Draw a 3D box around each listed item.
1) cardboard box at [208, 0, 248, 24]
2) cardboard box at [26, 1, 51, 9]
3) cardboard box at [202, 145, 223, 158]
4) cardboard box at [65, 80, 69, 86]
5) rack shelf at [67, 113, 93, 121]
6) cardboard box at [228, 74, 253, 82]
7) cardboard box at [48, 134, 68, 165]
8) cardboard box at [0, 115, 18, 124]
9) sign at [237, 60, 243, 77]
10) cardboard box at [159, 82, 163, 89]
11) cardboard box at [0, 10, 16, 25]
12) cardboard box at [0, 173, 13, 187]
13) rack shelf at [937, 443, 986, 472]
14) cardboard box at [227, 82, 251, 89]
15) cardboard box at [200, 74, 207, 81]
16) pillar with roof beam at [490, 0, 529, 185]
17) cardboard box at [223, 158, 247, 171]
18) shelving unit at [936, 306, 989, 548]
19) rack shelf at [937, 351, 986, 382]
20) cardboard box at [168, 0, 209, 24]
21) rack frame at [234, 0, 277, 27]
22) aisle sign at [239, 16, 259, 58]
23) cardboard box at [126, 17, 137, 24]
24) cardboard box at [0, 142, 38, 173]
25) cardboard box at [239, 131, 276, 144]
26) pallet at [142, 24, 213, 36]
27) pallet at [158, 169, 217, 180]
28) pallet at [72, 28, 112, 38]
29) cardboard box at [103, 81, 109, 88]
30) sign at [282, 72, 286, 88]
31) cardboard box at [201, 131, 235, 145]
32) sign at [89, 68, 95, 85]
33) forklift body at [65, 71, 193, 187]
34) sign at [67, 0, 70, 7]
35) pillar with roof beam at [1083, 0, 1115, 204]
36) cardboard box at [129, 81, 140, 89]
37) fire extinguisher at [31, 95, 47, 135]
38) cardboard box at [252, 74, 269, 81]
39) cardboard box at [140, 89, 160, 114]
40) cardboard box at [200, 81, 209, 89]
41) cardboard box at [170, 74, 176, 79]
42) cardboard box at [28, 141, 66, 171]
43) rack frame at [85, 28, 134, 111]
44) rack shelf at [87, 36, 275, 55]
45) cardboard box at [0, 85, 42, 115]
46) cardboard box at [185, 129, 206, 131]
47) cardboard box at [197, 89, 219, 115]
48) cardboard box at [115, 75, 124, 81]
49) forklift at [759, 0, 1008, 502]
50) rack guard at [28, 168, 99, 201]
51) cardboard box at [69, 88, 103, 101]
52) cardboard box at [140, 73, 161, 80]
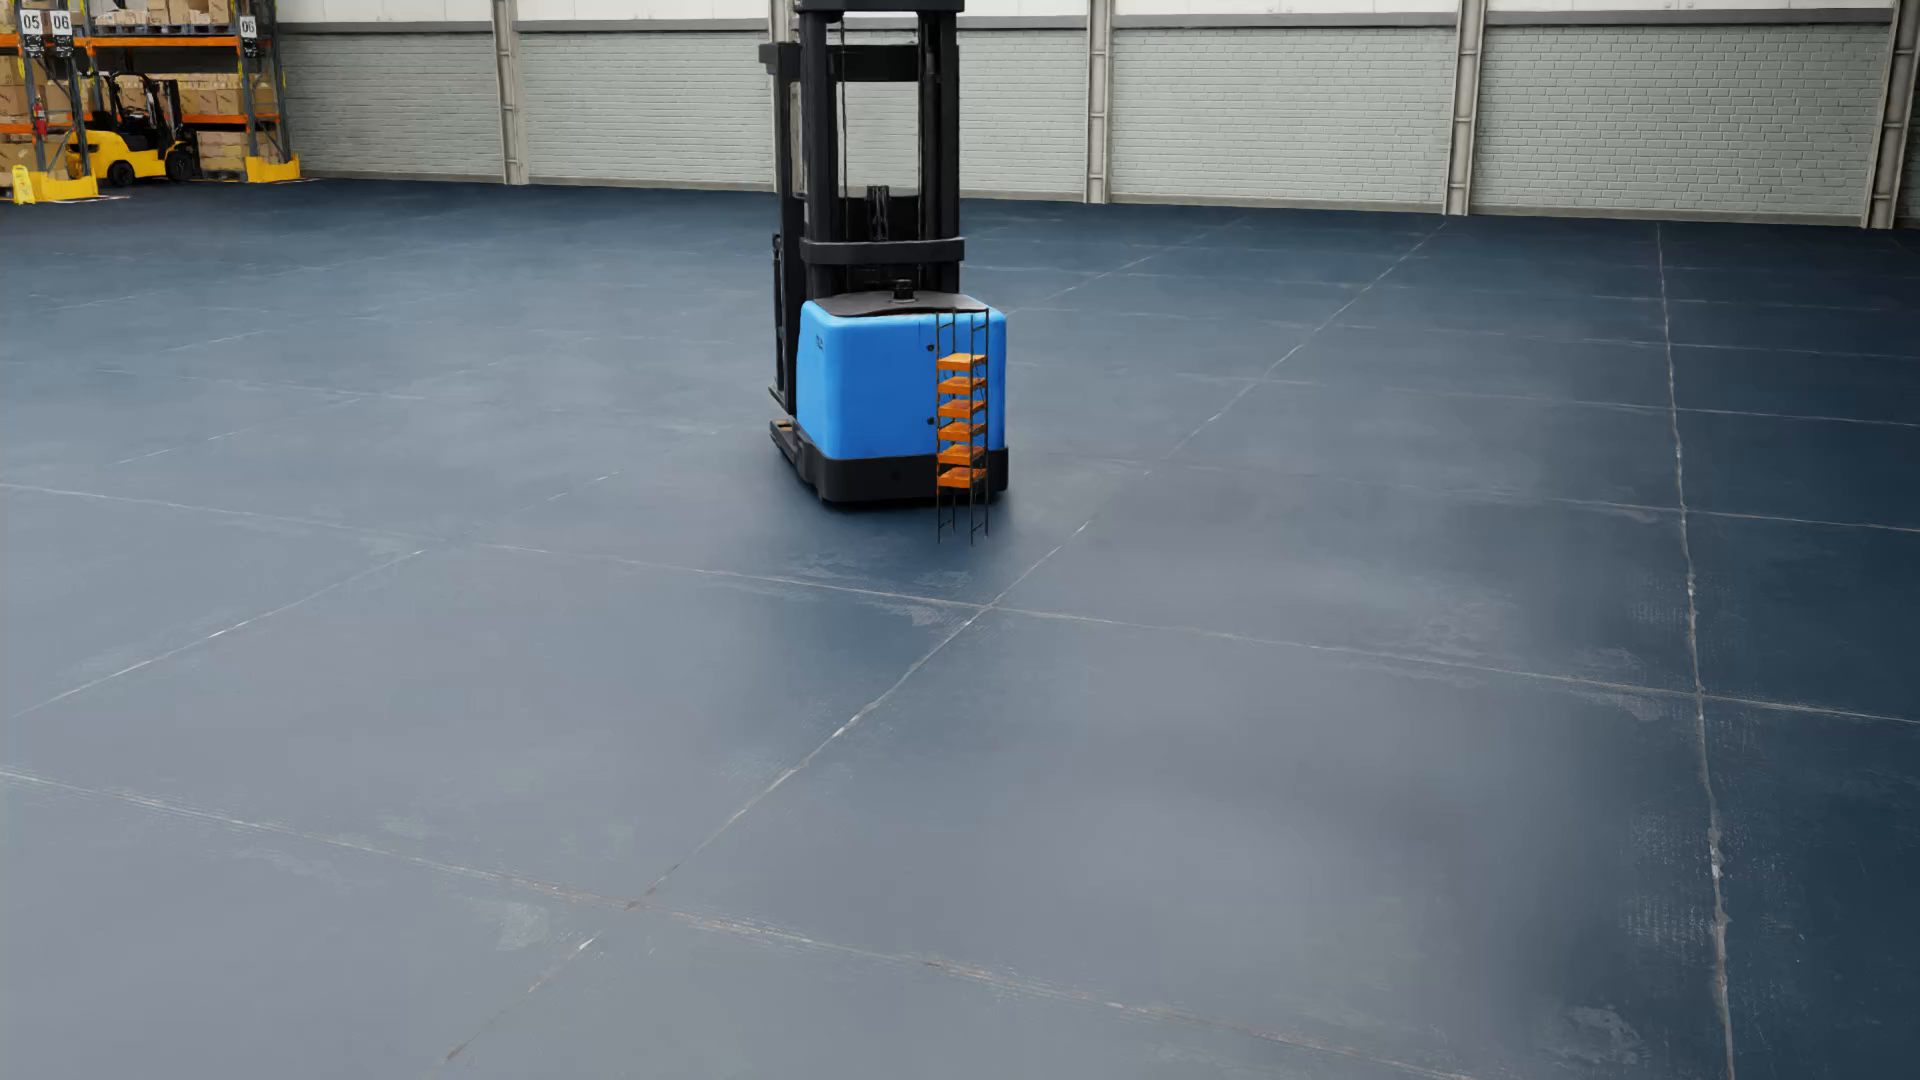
[{"bbox_3d":[-14.561,-10.534,33.088,0.500,0.500,0.500,7,18,22],"label":"cardboard box"},{"bbox_3d":[-16.134,-9.319,29.032,0.250,0.149,0.380,6,17,20],"label":"cardboard box"},{"bbox_3d":[-15.090,-7.958,33.988,0.500,0.250,0.500,6,17,20],"label":"cardboard box"},{"bbox_3d":[-18.635,-9.621,35.090,0.250,0.149,0.380,6,17,21],"label":"cardboard box"},{"bbox_3d":[-19.642,-9.082,35.869,4.000,0.370,1.077,6,17,21],"label":"rack shelf"},{"bbox_3d":[-14.471,-9.299,33.447,0.250,0.149,0.380,6,17,21],"label":"cardboard box"},{"bbox_3d":[-18.990,-8.416,35.791,0.625,0.625,0.875,6,17,20],"label":"cardboard box"},{"bbox_3d":[-16.581,-7.386,29.185,0.250,0.149,0.380,6,17,20],"label":"cardboard box"},{"bbox_3d":[-14.272,-9.345,32.980,0.005,0.325,0.100,6,17,21],"label":"sign"},{"bbox_3d":[-16.150,-9.319,34.050,0.250,0.149,0.380,6,17,19],"label":"cardboard box"},{"bbox_3d":[-16.453,-9.020,28.720,0.500,0.250,0.500,6,17,20],"label":"cardboard box"},{"bbox_3d":[-16.751,-6.423,29.597,0.500,0.250,0.500,6,17,20],"label":"cardboard box"},{"bbox_3d":[0.013,-0.417,8.547,0.180,0.103,0.258,6,17,21],"label":"rack shelf"},{"bbox_3d":[-14.485,-9.137,33.422,0.250,0.149,0.380,7,17,21],"label":"cardboard box"},{"bbox_3d":[-15.169,-9.380,33.728,0.250,0.149,0.380,6,17,21],"label":"cardboard box"},{"bbox_3d":[-10.375,-10.270,27.909,0.400,9.000,9.100,6,17,21],"label":"pillar with roof beam"},{"bbox_3d":[-14.613,-7.662,33.863,0.500,0.250,0.500,6,17,21],"label":"cardboard box"},{"bbox_3d":[0.013,-0.575,8.501,0.189,1.200,0.258,6,17,21],"label":"shelving unit"},{"bbox_3d":[0.013,-0.878,8.413,0.180,0.103,0.258,6,17,21],"label":"rack shelf"},{"bbox_3d":[-15.477,-10.665,33.539,0.500,0.500,0.700,6,17,21],"label":"cardboard box"},{"bbox_3d":[-14.060,-11.695,32.818,0.127,3.000,1.000,6,17,21],"label":"rack frame"},{"bbox_3d":[-14.107,-9.980,33.007,0.004,0.787,0.394,6,17,21],"label":"aisle sign"},{"bbox_3d":[-16.760,-10.590,33.908,0.250,0.149,0.380,7,18,22],"label":"cardboard box"},{"bbox_3d":[-16.719,-6.782,29.489,0.500,0.500,0.500,6,17,21],"label":"cardboard box"},{"bbox_3d":[-14.438,-8.274,34.179,0.500,0.250,0.500,6,17,20],"label":"cardboard box"},{"bbox_3d":[-15.847,-10.416,33.950,1.213,0.211,1.003,6,17,21],"label":"pallet"},{"bbox_3d":[-15.918,-7.668,34.707,1.213,0.211,1.003,6,17,21],"label":"pallet"},{"bbox_3d":[-18.606,-10.659,34.972,1.217,0.209,0.805,6,17,18],"label":"pallet"},{"bbox_3d":[-17.581,-9.482,34.613,0.250,0.149,0.380,6,17,20],"label":"cardboard box"},{"bbox_3d":[-13.851,-9.411,34.017,0.005,0.325,0.100,6,17,21],"label":"sign"},{"bbox_3d":[-15.080,-8.192,33.898,0.500,0.250,0.500,7,17,22],"label":"cardboard box"},{"bbox_3d":[-17.971,-9.600,34.426,0.005,0.325,0.100,6,17,21],"label":"sign"},{"bbox_3d":[-16.493,-8.127,32.811,1.214,2.155,2.313,6,17,21],"label":"forklift body"},{"bbox_3d":[-15.679,-9.527,29.164,0.005,0.325,0.100,6,17,21],"label":"sign"},{"bbox_3d":[0.788,-9.042,23.680,0.400,9.000,9.100,6,17,21],"label":"pillar with roof beam"},{"bbox_3d":[-16.885,-9.392,34.303,0.250,0.149,0.380,7,17,22],"label":"cardboard box"},{"bbox_3d":[-15.940,-7.358,28.778,0.183,0.674,0.296,6,17,21],"label":"fire extinguisher"},{"bbox_3d":[-14.294,-9.406,33.818,0.250,0.149,0.380,6,17,20],"label":"cardboard box"},{"bbox_3d":[-16.502,-9.058,34.315,0.500,0.500,0.500,6,17,20],"label":"cardboard box"},{"bbox_3d":[-15.179,-9.226,33.729,0.250,0.149,0.380,6,17,20],"label":"cardboard box"},{"bbox_3d":[-15.900,-9.454,33.982,0.250,0.149,0.380,7,17,21],"label":"cardboard box"},{"bbox_3d":[-16.549,-6.924,29.978,0.500,0.500,0.500,6,17,19],"label":"cardboard box"},{"bbox_3d":[-17.781,-9.223,35.064,0.127,3.000,1.000,6,17,21],"label":"rack frame"},{"bbox_3d":[-15.921,-10.114,34.042,4.000,0.370,1.077,6,17,21],"label":"rack shelf"},{"bbox_3d":[-16.484,-7.701,29.109,0.500,0.500,0.500,6,17,20],"label":"cardboard box"},{"bbox_3d":[-15.839,-8.432,34.724,0.500,0.250,0.500,6,17,20],"label":"cardboard box"},{"bbox_3d":[-15.093,-8.900,33.771,0.500,0.500,0.500,7,18,22],"label":"cardboard box"},{"bbox_3d":[-17.310,-9.617,34.545,0.250,0.149,0.380,7,17,21],"label":"cardboard box"},{"bbox_3d":[-0.605,-1.984,10.252,1.130,2.935,3.031,-4,17,-14],"label":"forklift"},{"bbox_3d":[-15.949,-6.334,29.594,0.348,0.500,1.175,6,17,21],"label":"rack guard"},{"bbox_3d":[-18.332,-9.375,34.960,0.500,0.250,0.500,6,17,19],"label":"cardboard box"},{"bbox_3d":[-16.623,-9.517,34.198,0.250,0.149,0.380,6,17,20],"label":"cardboard box"}]
